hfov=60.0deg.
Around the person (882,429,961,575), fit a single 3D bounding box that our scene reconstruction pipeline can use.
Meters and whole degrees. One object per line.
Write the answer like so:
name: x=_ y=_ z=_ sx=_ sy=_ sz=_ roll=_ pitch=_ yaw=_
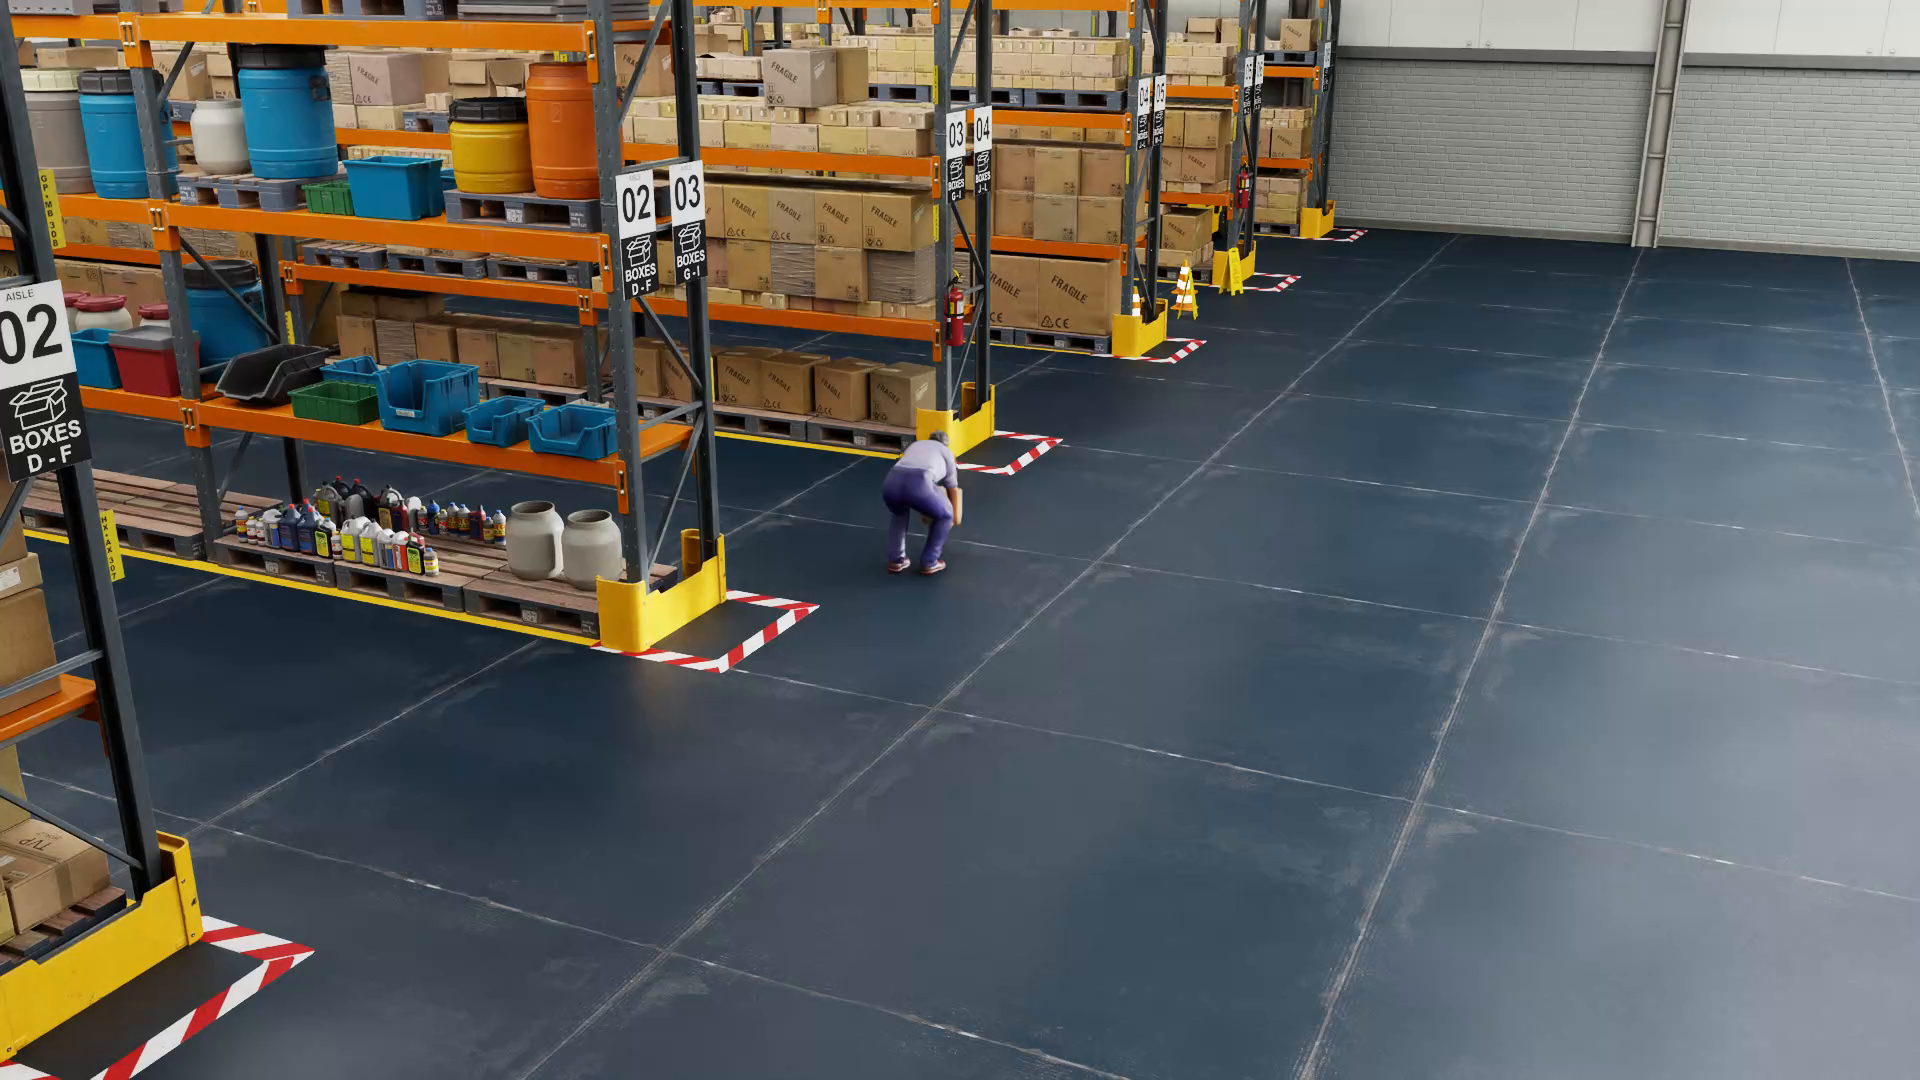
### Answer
person: x=-0.289 y=-0.275 z=12.885 sx=0.506 sy=0.992 sz=0.892 roll=7 pitch=20 yaw=20
